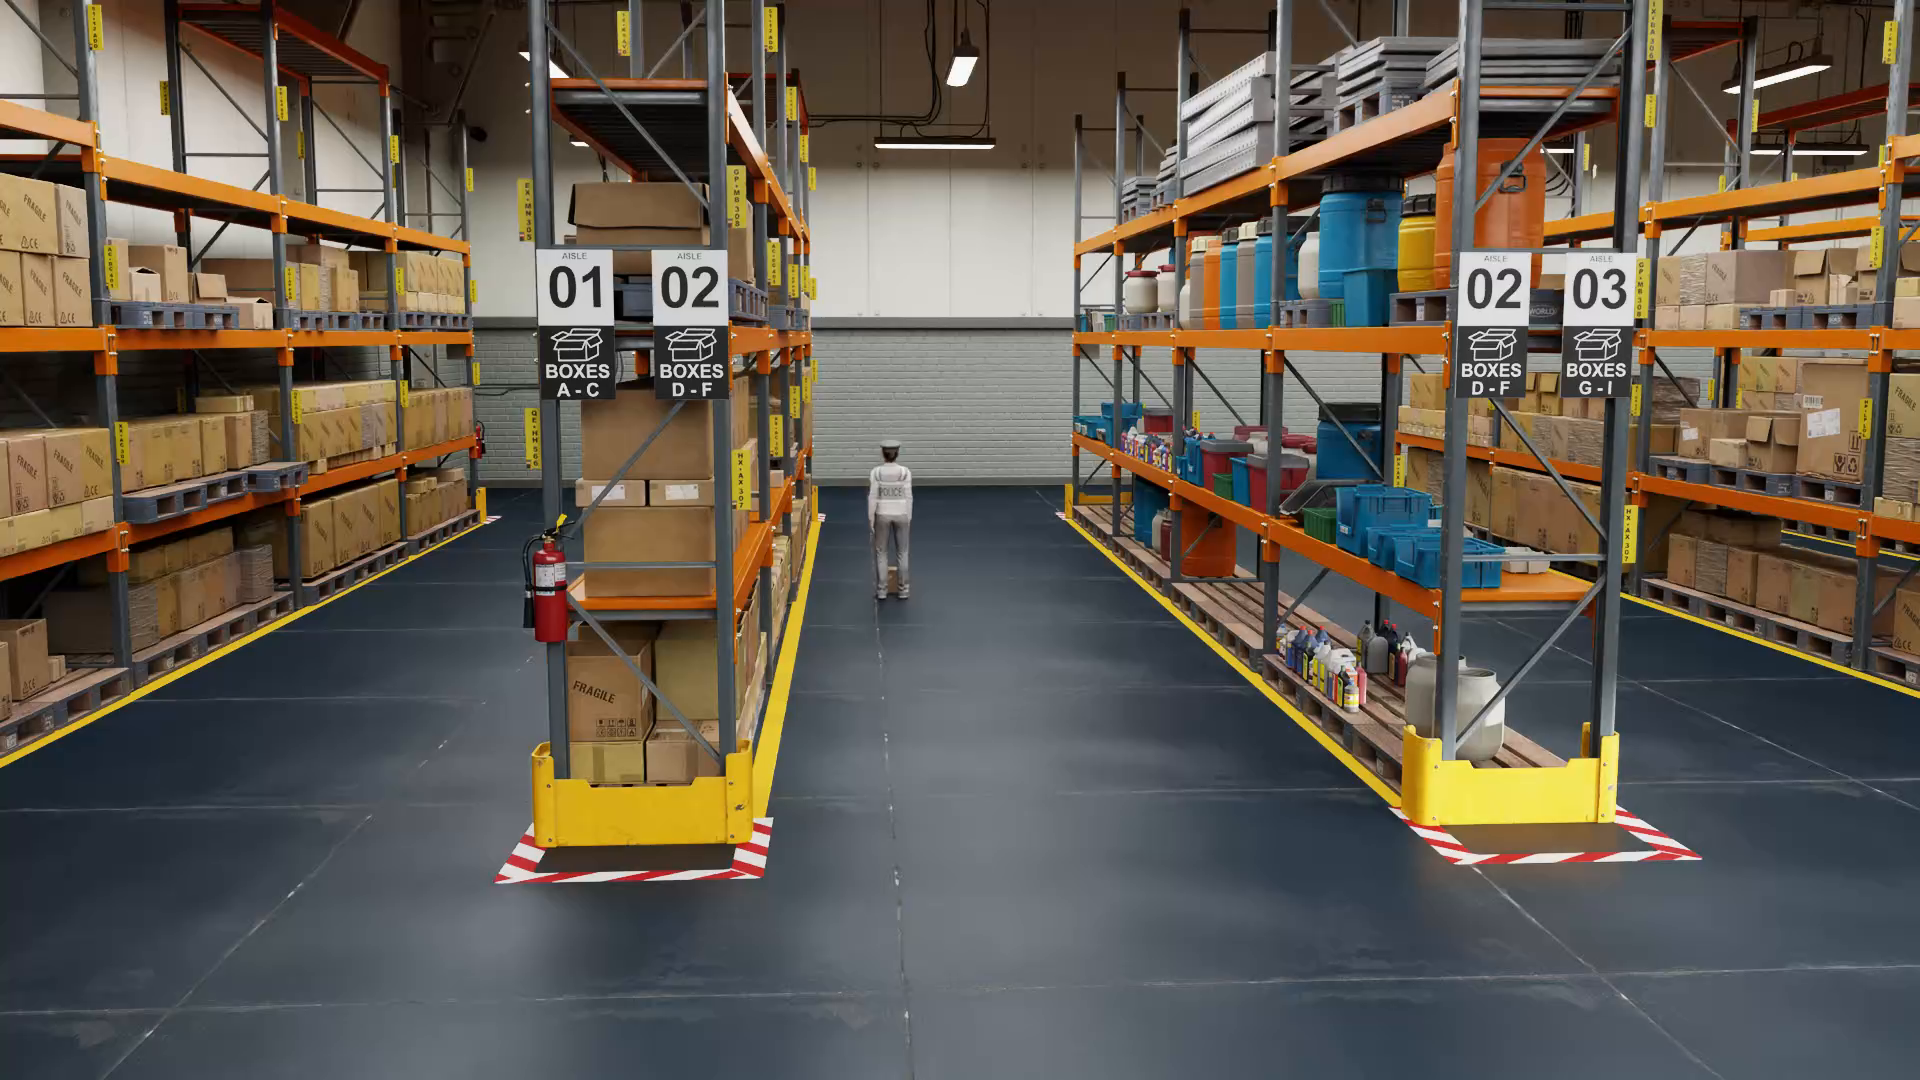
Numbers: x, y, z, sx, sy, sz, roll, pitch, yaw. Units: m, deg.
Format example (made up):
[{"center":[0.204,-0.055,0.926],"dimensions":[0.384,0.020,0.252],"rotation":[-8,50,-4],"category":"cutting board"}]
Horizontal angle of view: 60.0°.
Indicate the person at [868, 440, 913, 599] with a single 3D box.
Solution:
[{"center":[-0.733,-0.209,17.481],"dimensions":[0.468,1.669,0.329],"rotation":[0,7,-2],"category":"person"}]
